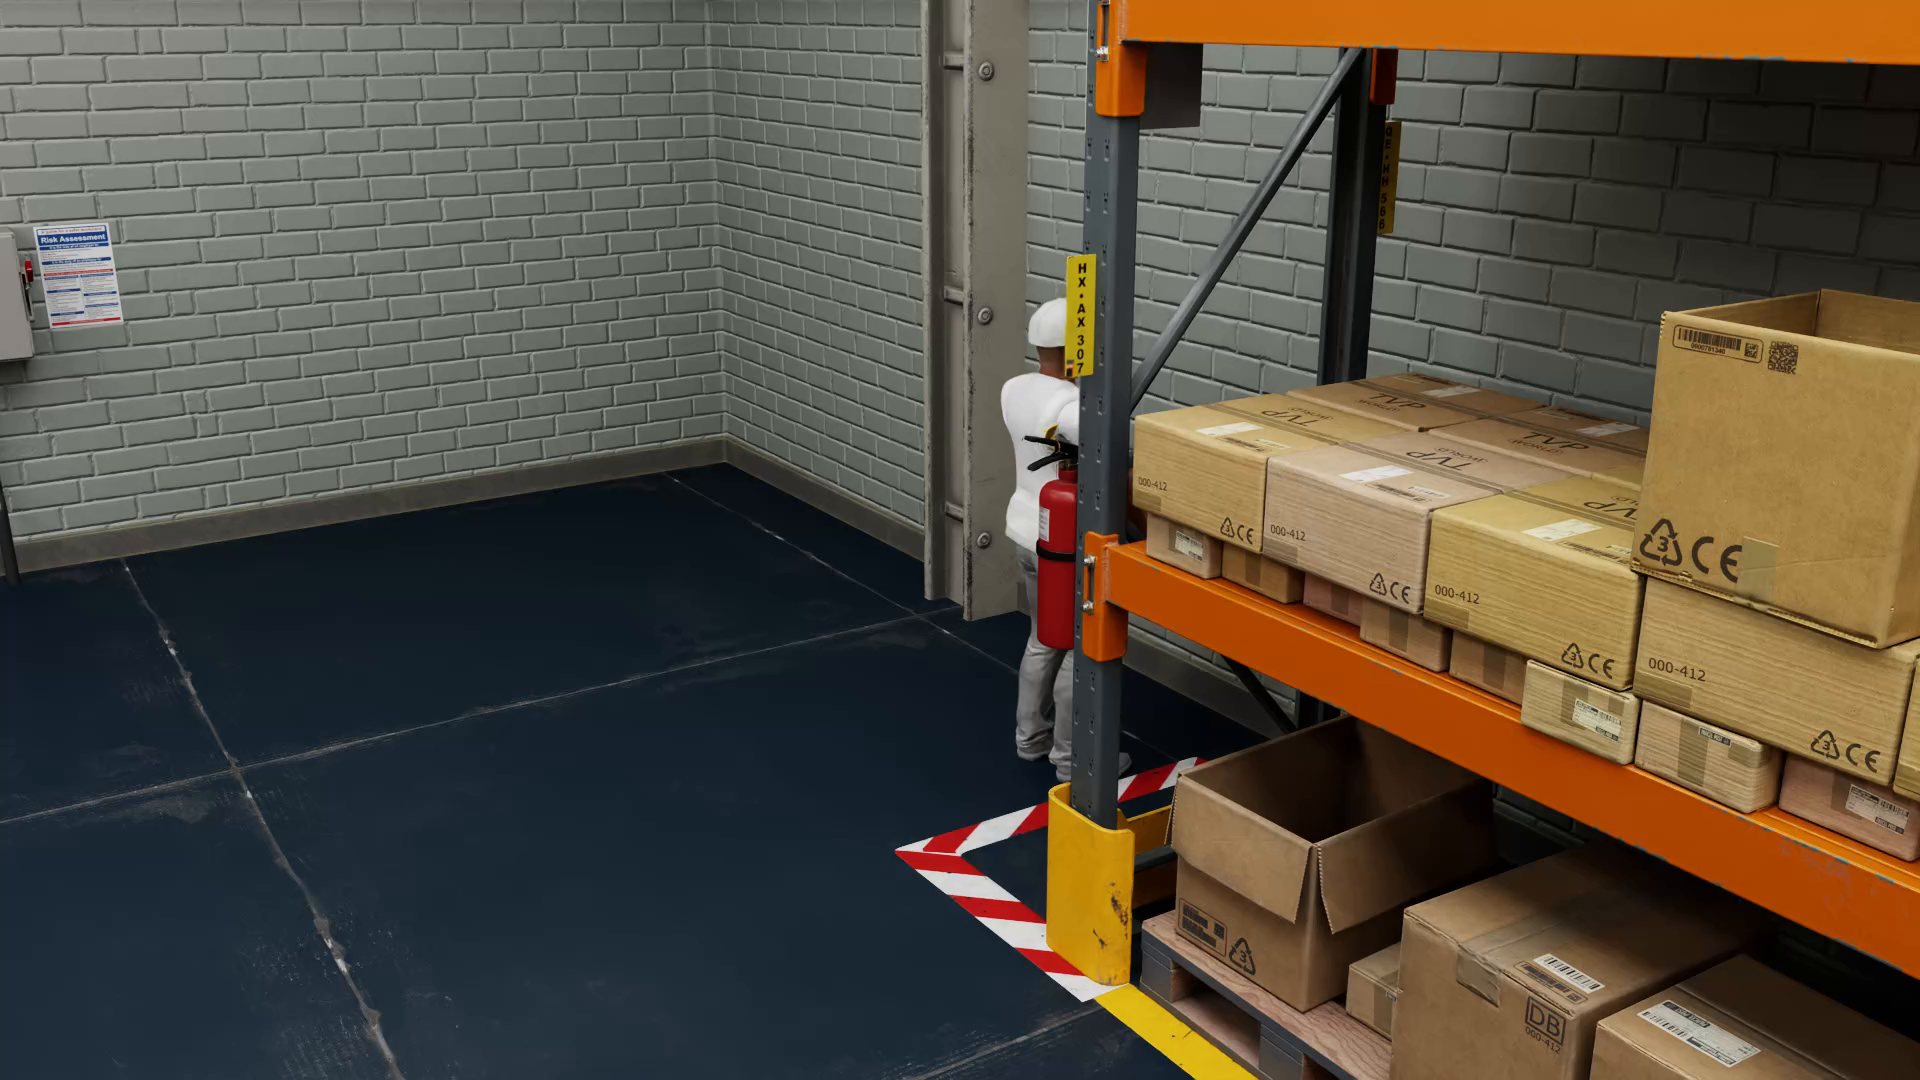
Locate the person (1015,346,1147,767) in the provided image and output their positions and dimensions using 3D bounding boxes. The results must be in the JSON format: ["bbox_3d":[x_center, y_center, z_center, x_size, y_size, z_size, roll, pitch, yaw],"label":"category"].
[{"bbox_3d":[0.469,-0.019,6.040,0.537,1.666,0.472,-9,20,-25],"label":"person"}]
